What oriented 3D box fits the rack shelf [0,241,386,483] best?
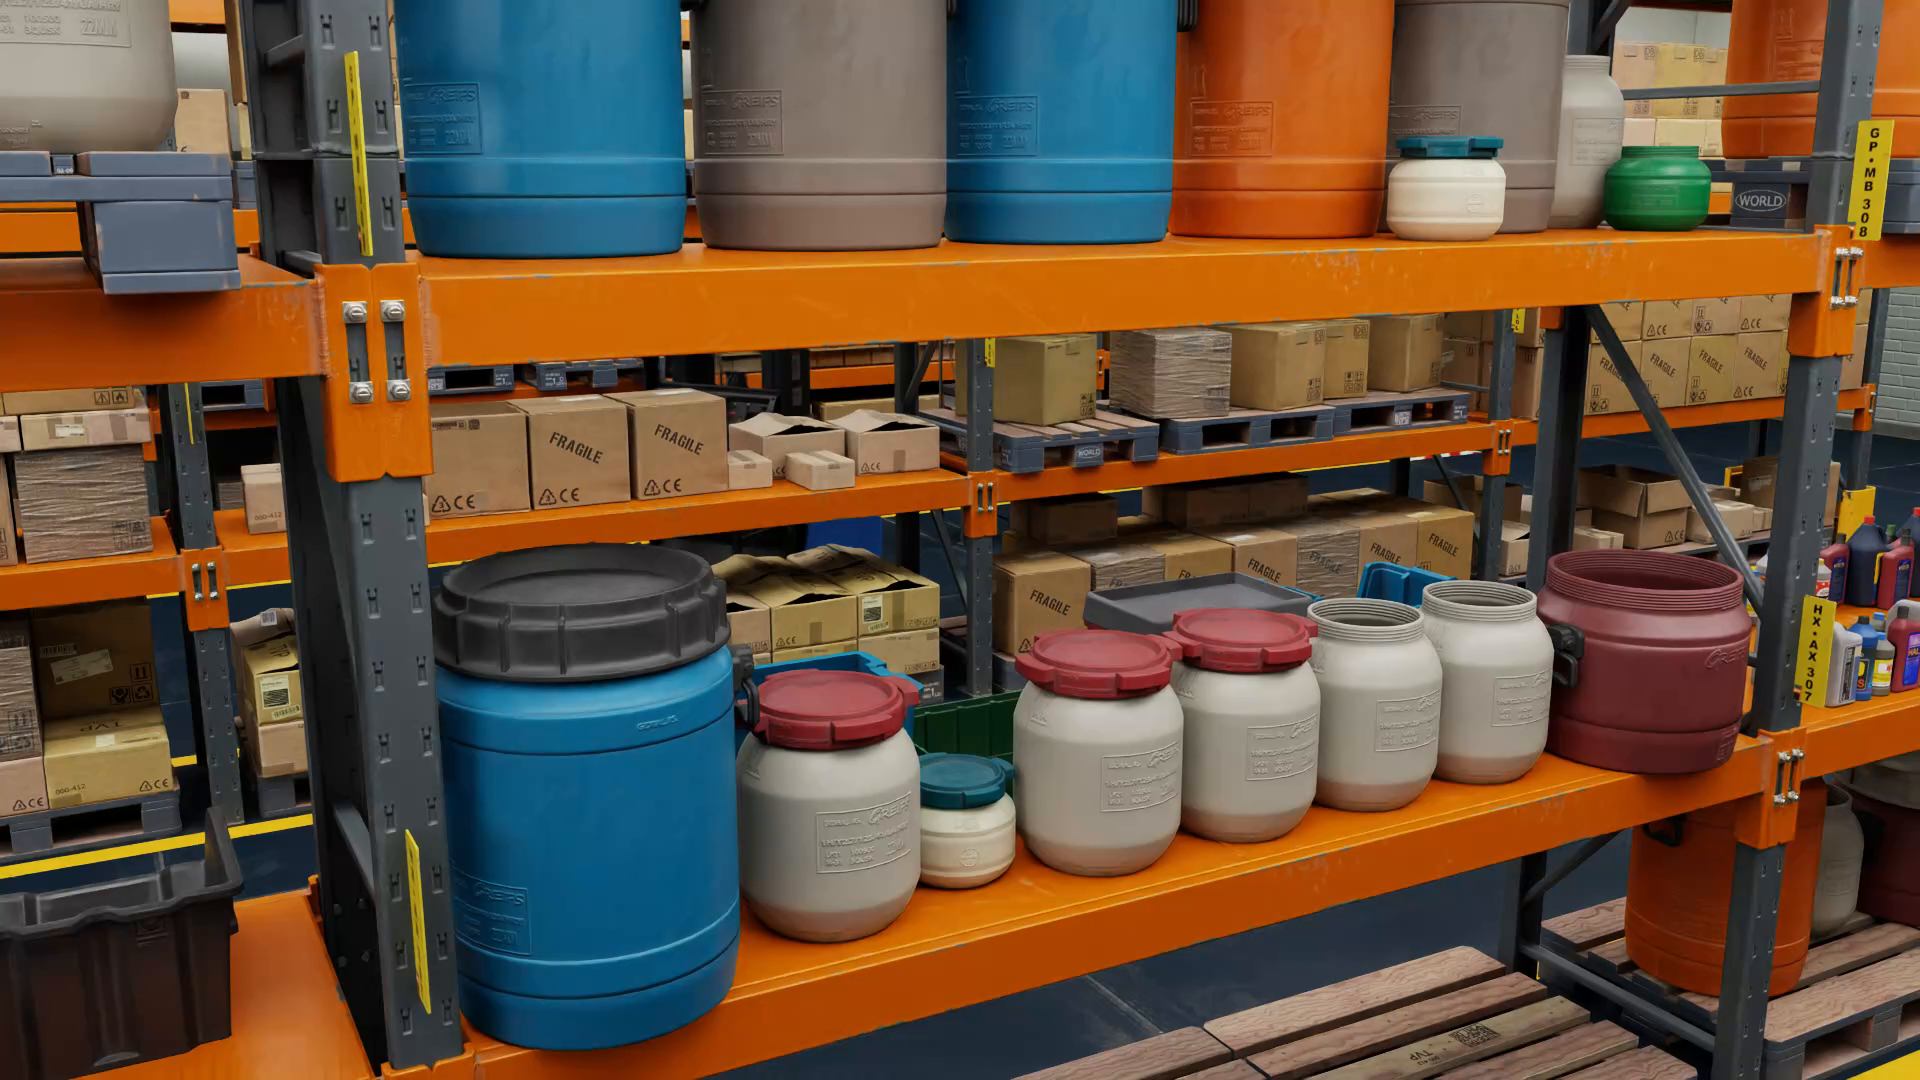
[{"bbox_3d":[-3.001,-0.176,2.365,4.000,0.370,1.077,-7,14,-28],"label":"rack shelf"}]

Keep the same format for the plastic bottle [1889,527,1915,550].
[{"bbox_3d":[3.727,0.096,6.618,0.133,0.283,0.061,-7,14,-28],"label":"plastic bottle"}]

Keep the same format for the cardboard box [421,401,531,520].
[{"bbox_3d":[-2.472,-0.410,8.374,0.500,0.500,0.500,-6,14,-24],"label":"cardboard box"}]

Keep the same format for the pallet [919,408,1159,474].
[{"bbox_3d":[0.456,-0.641,10.061,1.003,0.211,1.213,-7,14,-28],"label":"pallet"}]

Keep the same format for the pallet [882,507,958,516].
[{"bbox_3d":[-0.684,-0.439,15.080,1.213,0.211,1.003,-7,14,-28],"label":"pallet"}]

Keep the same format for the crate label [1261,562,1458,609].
[{"bbox_3d":[1.263,0.341,5.183,0.616,0.435,0.502,-7,14,-28],"label":"crate label"}]

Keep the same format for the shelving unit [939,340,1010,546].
[{"bbox_3d":[0.145,-1.042,13.456,0.503,2.100,0.431,-7,14,-28],"label":"shelving unit"}]

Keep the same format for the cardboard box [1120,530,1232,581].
[{"bbox_3d":[1.331,0.255,10.337,0.500,0.500,0.500,-7,14,-29],"label":"cardboard box"}]

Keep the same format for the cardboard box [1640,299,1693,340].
[{"bbox_3d":[4.858,-1.711,11.873,0.500,0.500,0.500,-7,15,-30],"label":"cardboard box"}]

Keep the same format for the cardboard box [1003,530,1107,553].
[{"bbox_3d":[0.603,0.212,10.527,0.500,0.500,0.500,-6,14,-26],"label":"cardboard box"}]

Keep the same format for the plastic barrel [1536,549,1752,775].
[{"bbox_3d":[2.003,0.346,4.928,0.708,0.536,0.600,-7,14,-28],"label":"plastic barrel"}]

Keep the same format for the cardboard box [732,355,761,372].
[{"bbox_3d":[-1.857,-1.506,13.994,0.250,0.149,0.380,-7,14,-27],"label":"cardboard box"}]

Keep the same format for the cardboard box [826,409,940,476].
[{"bbox_3d":[-0.445,-0.576,9.540,0.500,0.311,0.500,-6,14,-24],"label":"cardboard box"}]

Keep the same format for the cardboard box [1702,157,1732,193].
[{"bbox_3d":[5.269,-2.621,11.935,0.500,0.250,0.500,-7,14,-28],"label":"cardboard box"}]

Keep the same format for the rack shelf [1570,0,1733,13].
[{"bbox_3d":[5.161,-3.855,11.888,4.000,0.370,1.077,-7,14,-28],"label":"rack shelf"}]

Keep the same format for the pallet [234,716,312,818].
[{"bbox_3d":[-2.988,1.047,8.477,1.213,0.211,1.003,-7,14,-28],"label":"pallet"}]

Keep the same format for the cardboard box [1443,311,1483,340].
[{"bbox_3d":[3.726,-1.710,11.870,0.500,0.500,0.500,-7,14,-28],"label":"cardboard box"}]

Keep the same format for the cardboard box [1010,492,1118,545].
[{"bbox_3d":[0.651,-0.161,10.475,0.500,0.250,0.500,-6,14,-26],"label":"cardboard box"}]

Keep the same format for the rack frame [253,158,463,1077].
[{"bbox_3d":[-1.246,0.726,3.550,0.127,3.000,1.000,-7,14,-28],"label":"rack frame"}]

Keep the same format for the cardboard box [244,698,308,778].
[{"bbox_3d":[-3.143,0.913,8.025,0.500,0.250,0.500,-7,15,-29],"label":"cardboard box"}]

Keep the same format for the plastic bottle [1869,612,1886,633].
[{"bbox_3d":[3.130,0.348,5.681,0.097,0.201,0.097,0,13,0],"label":"plastic bottle"}]

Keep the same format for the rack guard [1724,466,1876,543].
[{"bbox_3d":[6.850,-0.264,13.642,0.348,0.500,1.175,-7,14,-28],"label":"rack guard"}]

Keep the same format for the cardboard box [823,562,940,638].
[{"bbox_3d":[-0.447,0.316,9.402,0.500,0.311,0.500,-6,14,-26],"label":"cardboard box"}]

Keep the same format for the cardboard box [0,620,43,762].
[{"bbox_3d":[-4.363,0.683,7.339,0.500,0.500,0.500,-7,14,-28],"label":"cardboard box"}]

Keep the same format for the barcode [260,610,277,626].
[{"bbox_3d":[-3.193,0.361,7.677,0.075,0.075,0.001,-7,14,-28],"label":"barcode"}]

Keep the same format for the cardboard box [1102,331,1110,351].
[{"bbox_3d":[1.513,-2.225,15.980,0.700,0.700,0.980,-7,14,-27],"label":"cardboard box"}]

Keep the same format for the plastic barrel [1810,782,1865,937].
[{"bbox_3d":[3.139,1.183,6.230,0.421,0.512,0.421,0,13,0],"label":"plastic barrel"}]

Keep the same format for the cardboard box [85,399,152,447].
[{"bbox_3d":[-3.752,-0.524,7.400,0.250,0.149,0.380,-7,14,-28],"label":"cardboard box"}]

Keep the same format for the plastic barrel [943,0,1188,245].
[{"bbox_3d":[0.245,-1.215,4.200,0.708,0.901,0.600,-7,14,-28],"label":"plastic barrel"}]

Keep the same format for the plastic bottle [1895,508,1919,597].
[{"bbox_3d":[3.858,0.042,6.701,0.185,0.351,0.144,-7,14,-28],"label":"plastic bottle"}]

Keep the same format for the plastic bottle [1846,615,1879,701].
[{"bbox_3d":[2.915,0.378,5.390,0.097,0.271,0.097,0,13,0],"label":"plastic bottle"}]

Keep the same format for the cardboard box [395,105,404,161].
[{"bbox_3d":[-2.590,-1.945,7.973,0.500,0.250,0.500,-8,15,-33],"label":"cardboard box"}]

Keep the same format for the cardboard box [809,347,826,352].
[{"bbox_3d":[-1.469,-1.862,14.102,0.500,0.500,0.500,-6,14,-26],"label":"cardboard box"}]

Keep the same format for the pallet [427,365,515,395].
[{"bbox_3d":[-4.200,-1.294,12.964,1.213,0.211,1.003,-7,14,-28],"label":"pallet"}]

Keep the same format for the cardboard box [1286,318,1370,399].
[{"bbox_3d":[2.310,-1.233,11.070,0.500,0.500,0.700,-4,13,-19],"label":"cardboard box"}]

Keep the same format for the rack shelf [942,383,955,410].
[{"bbox_3d":[0.145,-1.028,13.459,0.480,0.518,0.431,-7,14,-28],"label":"rack shelf"}]

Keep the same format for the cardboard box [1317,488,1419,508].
[{"bbox_3d":[2.865,-0.061,11.742,0.500,0.500,0.500,-8,15,-30],"label":"cardboard box"}]

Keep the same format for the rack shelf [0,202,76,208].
[{"bbox_3d":[-7.748,-2.085,10.848,4.000,0.370,1.077,-7,14,-28],"label":"rack shelf"}]

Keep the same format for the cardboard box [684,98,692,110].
[{"bbox_3d":[-2.092,-3.392,13.786,0.500,0.500,0.700,-8,15,-32],"label":"cardboard box"}]

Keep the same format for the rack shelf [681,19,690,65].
[{"bbox_3d":[-0.726,-4.195,14.302,4.000,0.370,1.077,-7,14,-28],"label":"rack shelf"}]

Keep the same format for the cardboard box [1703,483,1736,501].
[{"bbox_3d":[5.865,-0.309,13.411,0.500,0.250,0.500,-7,14,-28],"label":"cardboard box"}]

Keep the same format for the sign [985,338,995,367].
[{"bbox_3d":[0.164,-1.108,9.062,0.005,0.325,0.100,-7,14,-28],"label":"sign"}]

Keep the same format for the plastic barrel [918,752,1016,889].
[{"bbox_3d":[-0.011,0.684,4.052,0.301,0.262,0.301,0,13,0],"label":"plastic barrel"}]

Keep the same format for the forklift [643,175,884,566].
[{"bbox_3d":[-1.664,-0.776,10.380,1.130,2.935,3.031,7,14,27],"label":"forklift"}]

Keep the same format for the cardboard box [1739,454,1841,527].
[{"bbox_3d":[6.558,-0.382,13.164,0.500,0.500,0.500,-7,14,-28],"label":"cardboard box"}]

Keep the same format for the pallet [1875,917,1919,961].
[{"bbox_3d":[4.007,1.448,6.696,1.213,0.211,1.003,-7,14,-28],"label":"pallet"}]

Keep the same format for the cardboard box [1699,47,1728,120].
[{"bbox_3d":[5.123,-3.290,12.058,0.500,0.500,0.700,-7,14,-28],"label":"cardboard box"}]

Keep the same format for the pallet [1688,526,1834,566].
[{"bbox_3d":[6.151,-0.038,13.300,1.213,0.211,1.003,-7,14,-28],"label":"pallet"}]

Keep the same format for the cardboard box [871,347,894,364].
[{"bbox_3d":[-0.741,-1.644,14.611,0.250,0.149,0.380,-7,14,-28],"label":"cardboard box"}]

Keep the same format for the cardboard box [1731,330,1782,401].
[{"bbox_3d":[5.760,-1.334,12.475,0.500,0.500,0.500,-7,14,-27],"label":"cardboard box"}]
